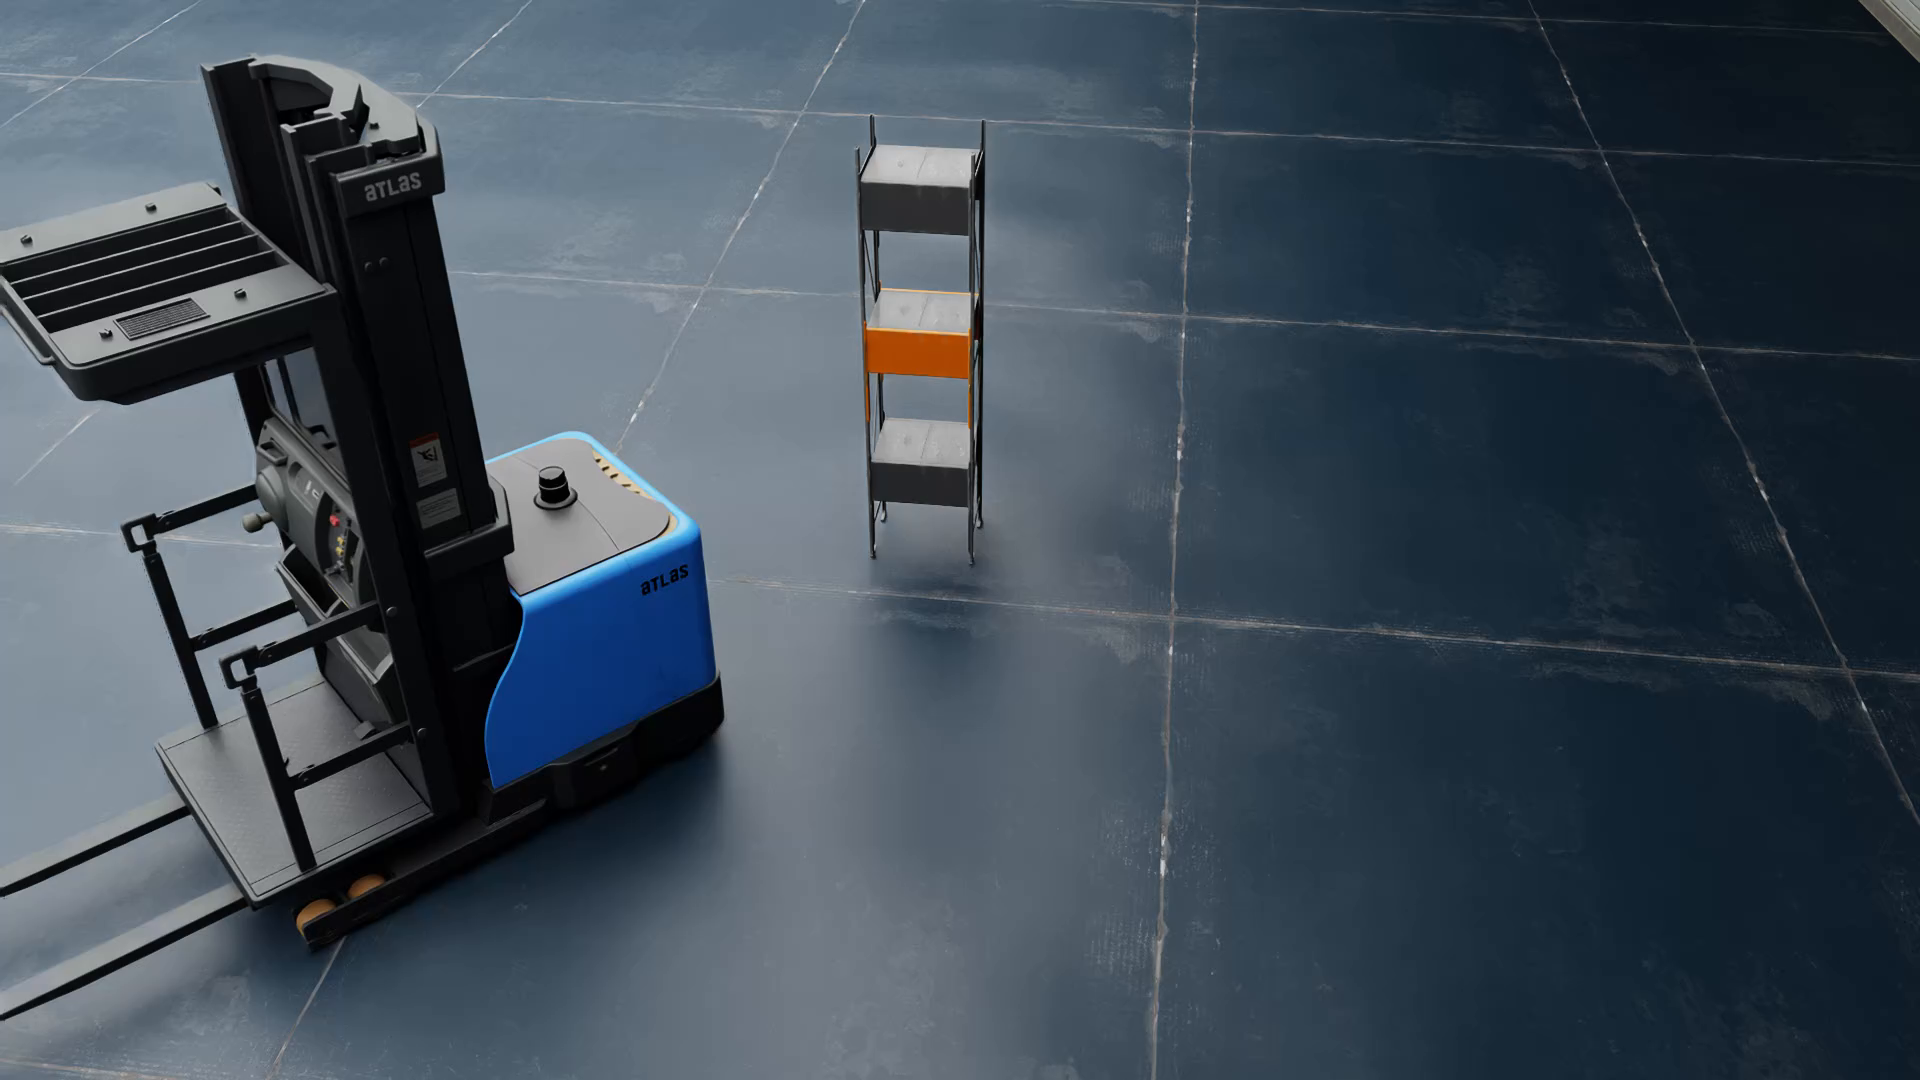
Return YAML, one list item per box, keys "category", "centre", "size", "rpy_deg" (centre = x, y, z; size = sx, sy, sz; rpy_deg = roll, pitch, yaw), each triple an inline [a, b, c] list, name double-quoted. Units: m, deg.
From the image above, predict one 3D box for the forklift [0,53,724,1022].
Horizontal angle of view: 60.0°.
- category: "forklift"
  centre: [-2.459, -0.045, 5.789]
  size: [3.031, 2.935, 1.130]
  rpy_deg: [-26, 43, -31]

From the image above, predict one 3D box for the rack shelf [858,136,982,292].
- category: "rack shelf"
  centre: [-0.164, -1.426, 7.258]
  size: [0.480, 0.518, 0.431]
  rpy_deg: [4, 36, 6]

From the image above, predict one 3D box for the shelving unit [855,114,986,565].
- category: "shelving unit"
  centre: [-0.164, -0.867, 7.657]
  size: [0.503, 2.100, 0.431]
  rpy_deg: [4, 36, 6]

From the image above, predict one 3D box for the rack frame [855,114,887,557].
- category: "rack frame"
  centre: [-0.406, -0.885, 7.683]
  size: [0.015, 2.100, 0.400]
  rpy_deg: [4, 36, 6]

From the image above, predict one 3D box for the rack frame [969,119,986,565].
- category: "rack frame"
  centre: [0.078, -0.849, 7.632]
  size: [0.015, 2.100, 0.400]
  rpy_deg: [4, 36, 6]

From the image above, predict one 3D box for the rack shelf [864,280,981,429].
- category: "rack shelf"
  centre: [-0.164, -0.856, 7.665]
  size: [0.480, 0.518, 0.431]
  rpy_deg: [4, 36, 6]

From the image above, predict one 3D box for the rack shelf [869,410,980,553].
- category: "rack shelf"
  centre: [-0.164, -0.286, 8.072]
  size: [0.480, 0.518, 0.431]
  rpy_deg: [4, 36, 6]
